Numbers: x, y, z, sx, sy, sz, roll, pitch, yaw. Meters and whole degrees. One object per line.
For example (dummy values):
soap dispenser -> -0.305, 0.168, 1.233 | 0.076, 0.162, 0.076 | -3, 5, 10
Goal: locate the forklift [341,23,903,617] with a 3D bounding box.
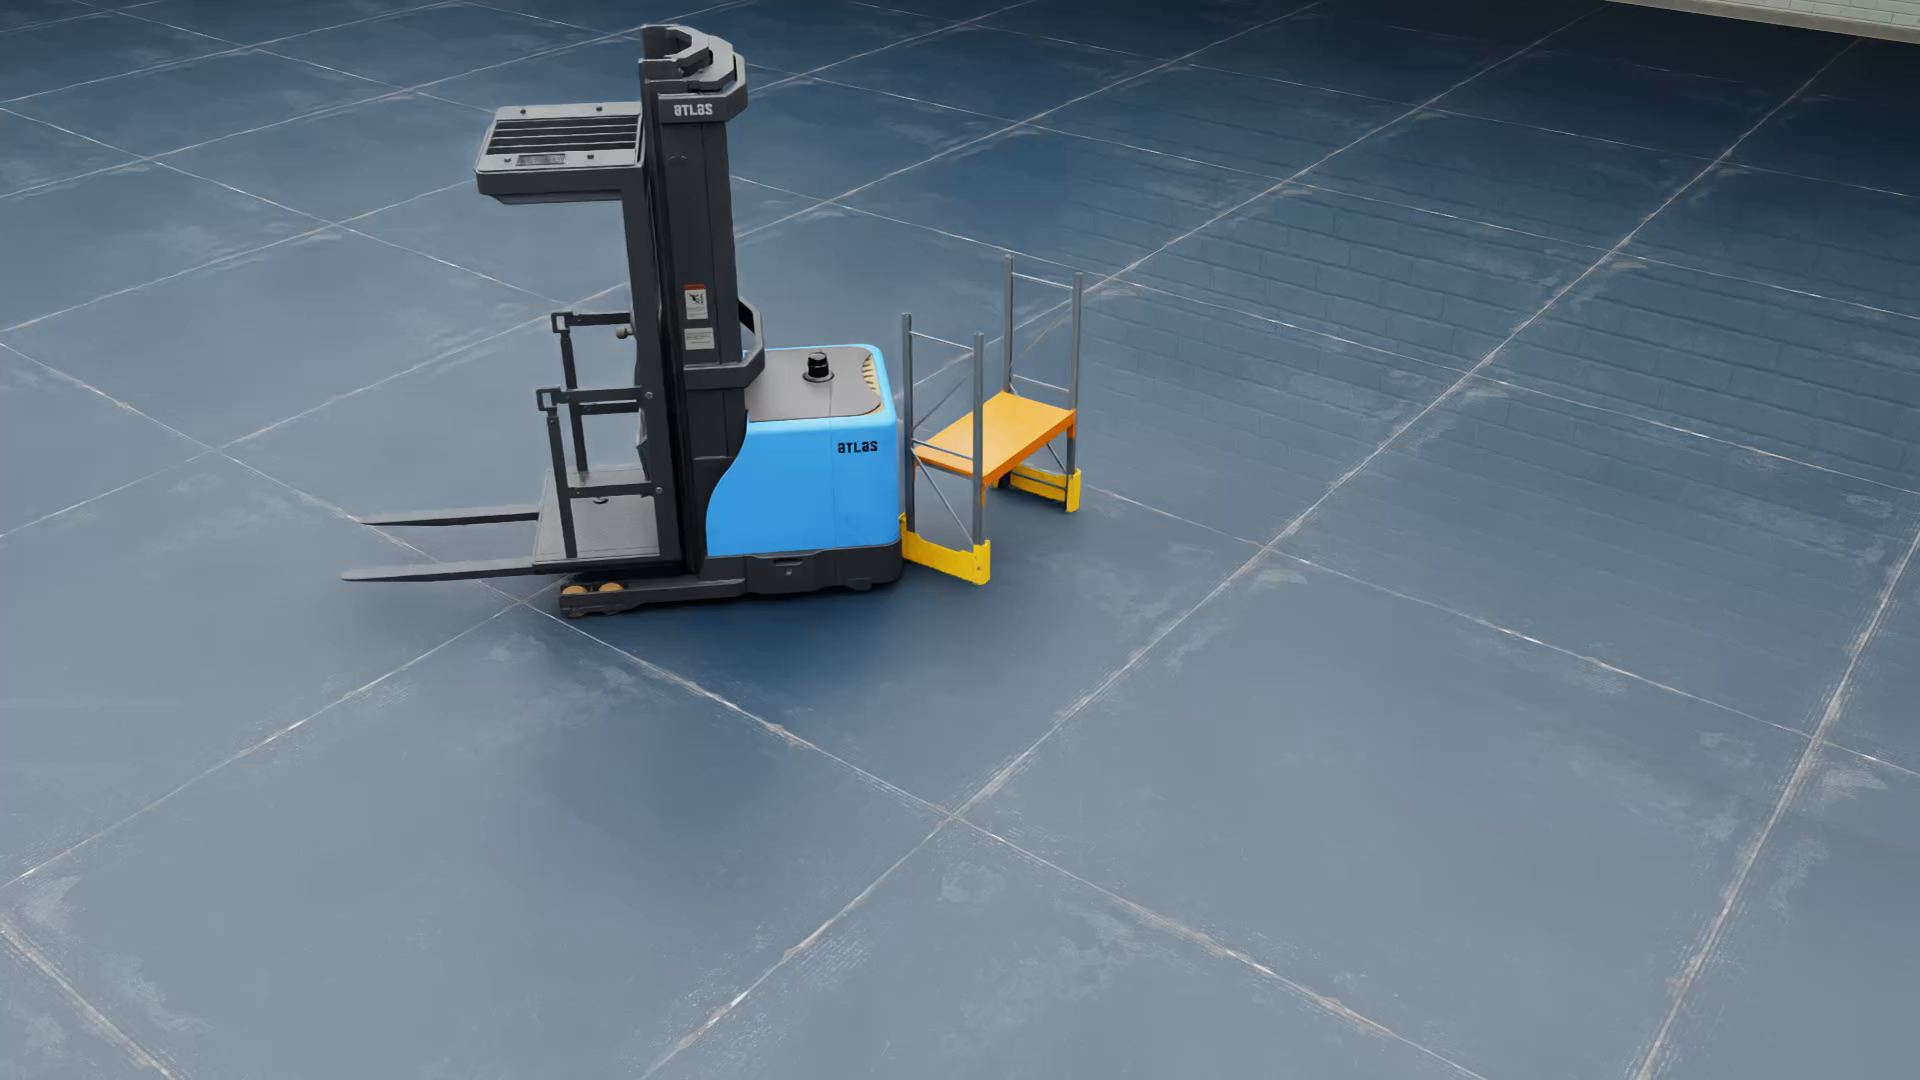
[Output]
forklift -> -1.880, -1.131, 8.783 | 3.031, 2.935, 1.130 | -4, 31, -7

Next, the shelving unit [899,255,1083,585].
shelving unit -> 0.185, -0.701, 9.462 | 0.587, 1.500, 1.083 | 19, 36, 29

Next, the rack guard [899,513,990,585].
rack guard -> -0.092, 0.047, 9.425 | 0.587, 0.250, 0.087 | 19, 36, 29

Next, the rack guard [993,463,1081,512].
rack guard -> 0.463, -0.374, 10.137 | 0.587, 0.250, 0.087 | 19, 36, 29

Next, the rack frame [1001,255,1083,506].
rack frame -> 0.474, -0.920, 9.832 | 0.500, 1.500, 0.032 | 19, 36, 29

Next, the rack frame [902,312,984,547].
rack frame -> -0.093, -0.490, 9.106 | 0.500, 1.500, 0.032 | 19, 36, 29

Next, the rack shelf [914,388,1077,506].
rack shelf -> 0.190, -0.550, 9.560 | 0.538, 0.185, 1.000 | 19, 36, 29
